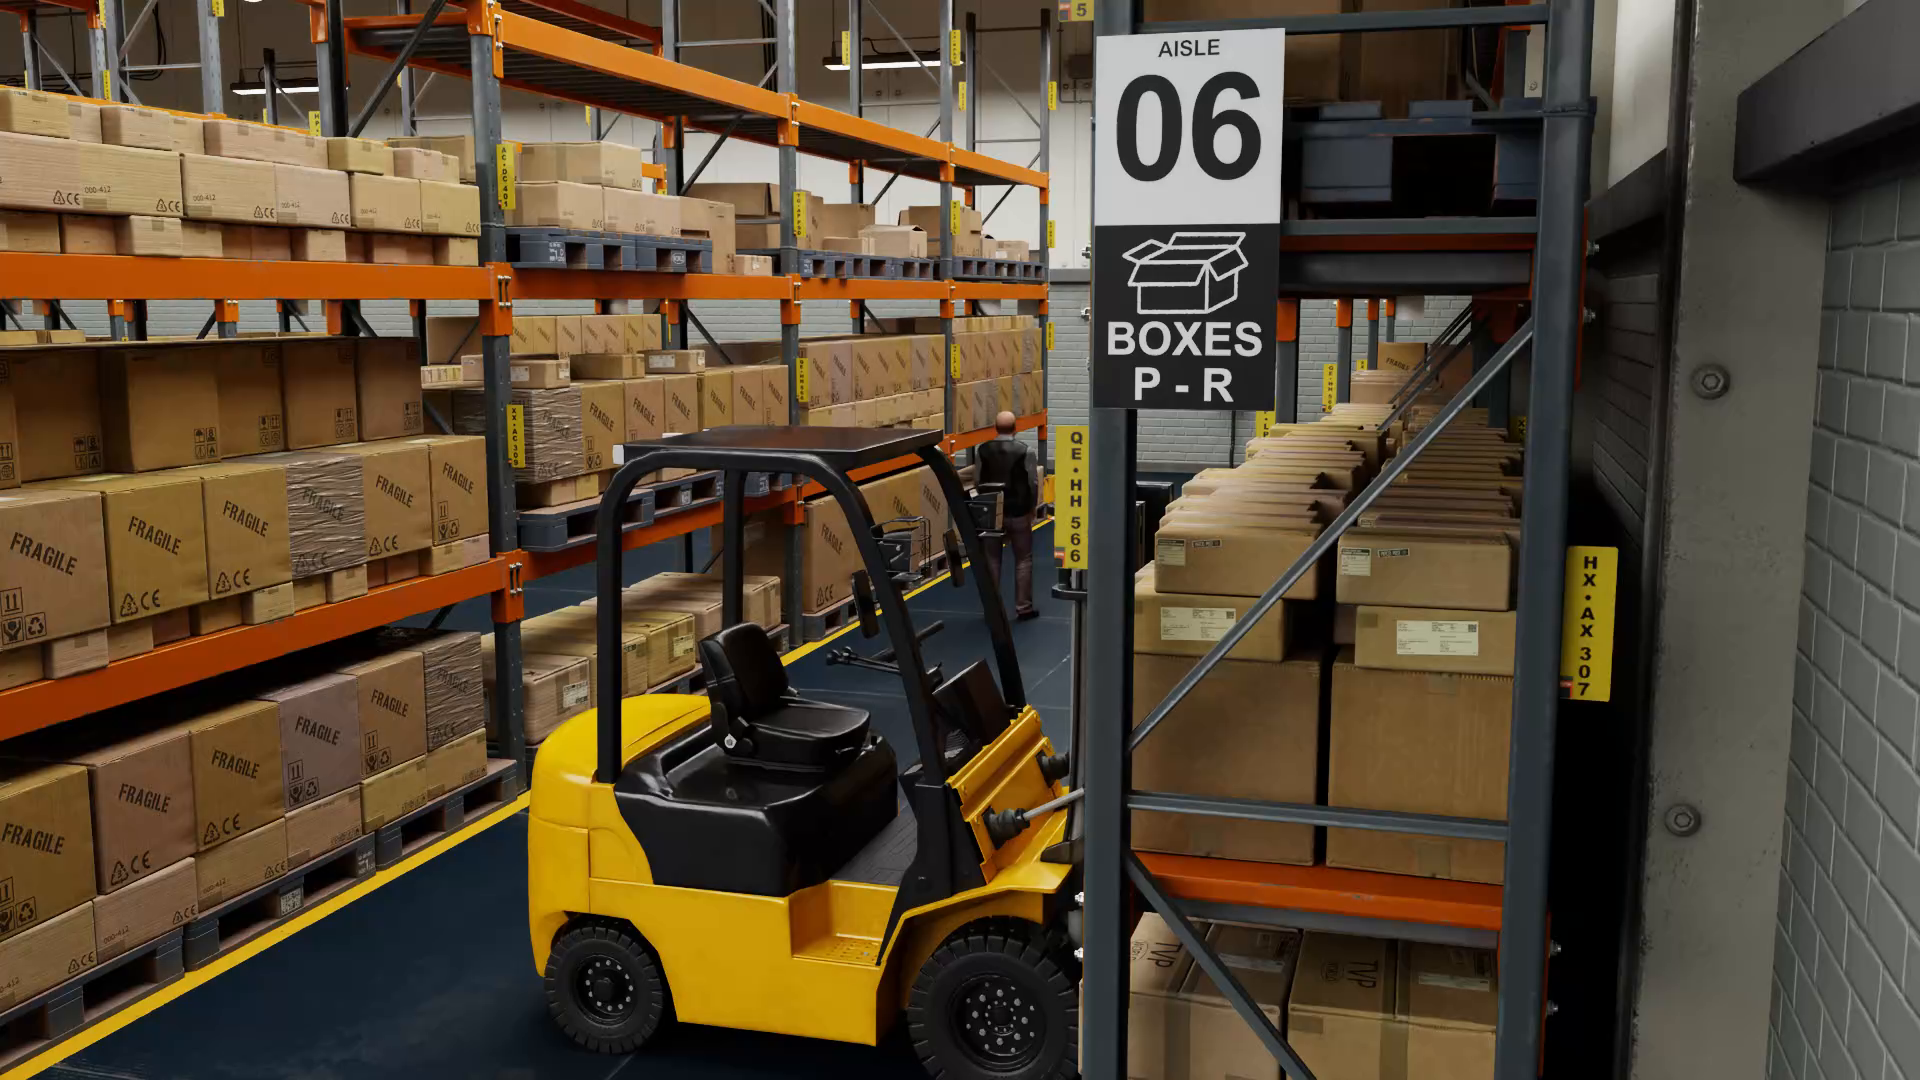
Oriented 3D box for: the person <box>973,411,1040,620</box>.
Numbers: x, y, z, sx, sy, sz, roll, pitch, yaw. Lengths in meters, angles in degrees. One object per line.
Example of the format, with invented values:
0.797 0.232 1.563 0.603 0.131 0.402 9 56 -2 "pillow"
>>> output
0.384 -0.206 13.813 0.551 1.727 0.446 2 9 15 "person"
